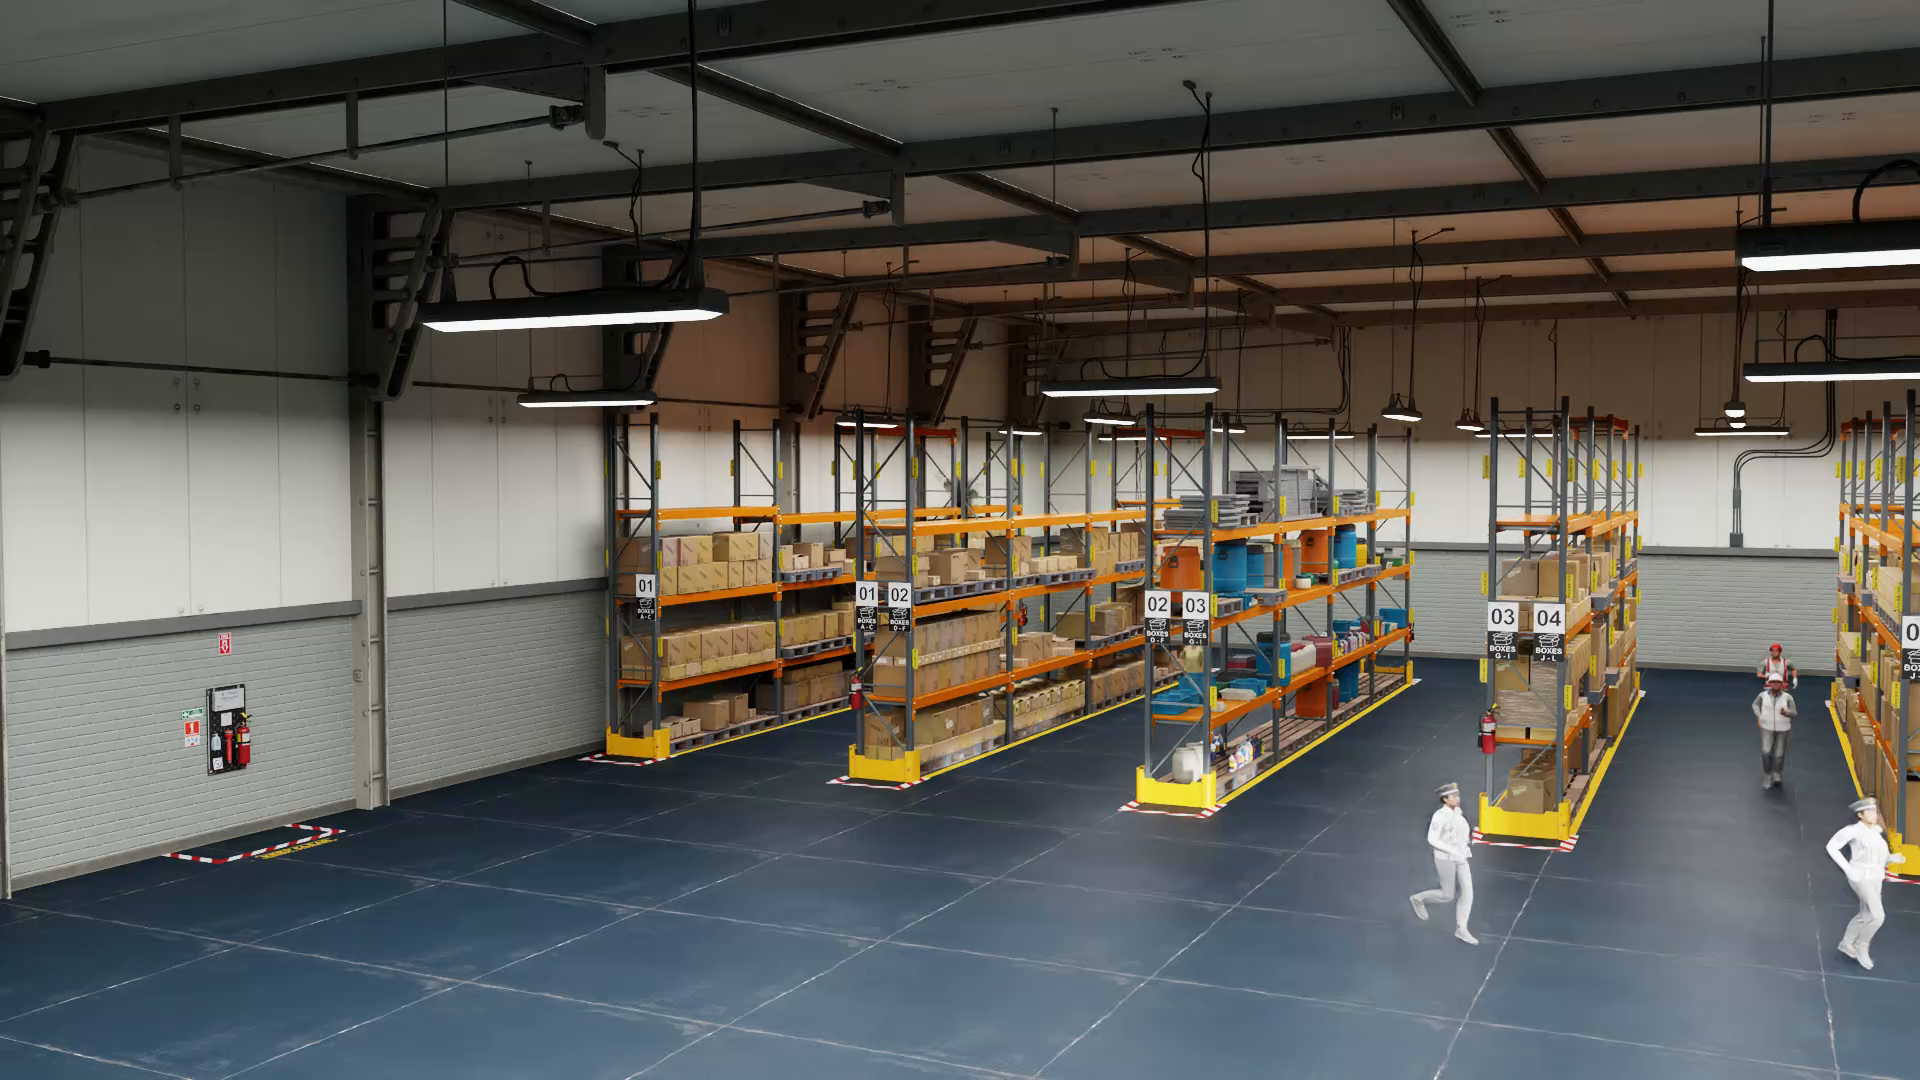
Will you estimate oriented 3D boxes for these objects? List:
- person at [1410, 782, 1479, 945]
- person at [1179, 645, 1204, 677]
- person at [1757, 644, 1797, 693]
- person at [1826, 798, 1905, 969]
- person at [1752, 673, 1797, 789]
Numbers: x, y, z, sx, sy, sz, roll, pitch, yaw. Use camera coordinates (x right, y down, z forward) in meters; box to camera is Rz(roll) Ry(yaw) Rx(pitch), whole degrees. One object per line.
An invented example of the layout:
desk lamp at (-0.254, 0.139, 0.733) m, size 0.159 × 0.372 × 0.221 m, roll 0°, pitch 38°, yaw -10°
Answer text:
person at (5.231, 3.425, 17.839) m, size 0.617 × 1.692 × 0.808 m, roll -2°, pitch 3°, yaw -37°
person at (4.768, 2.760, 34.059) m, size 0.576 × 1.649 × 0.627 m, roll 1°, pitch 2°, yaw 14°
person at (15.125, 2.801, 30.811) m, size 0.675 × 1.752 × 1.055 m, roll 1°, pitch 3°, yaw 29°
person at (9.168, 3.454, 16.781) m, size 0.593 × 1.716 × 0.658 m, roll -1°, pitch 3°, yaw -25°
person at (12.848, 3.018, 26.232) m, size 0.637 × 1.828 × 0.720 m, roll 1°, pitch 3°, yaw 25°
